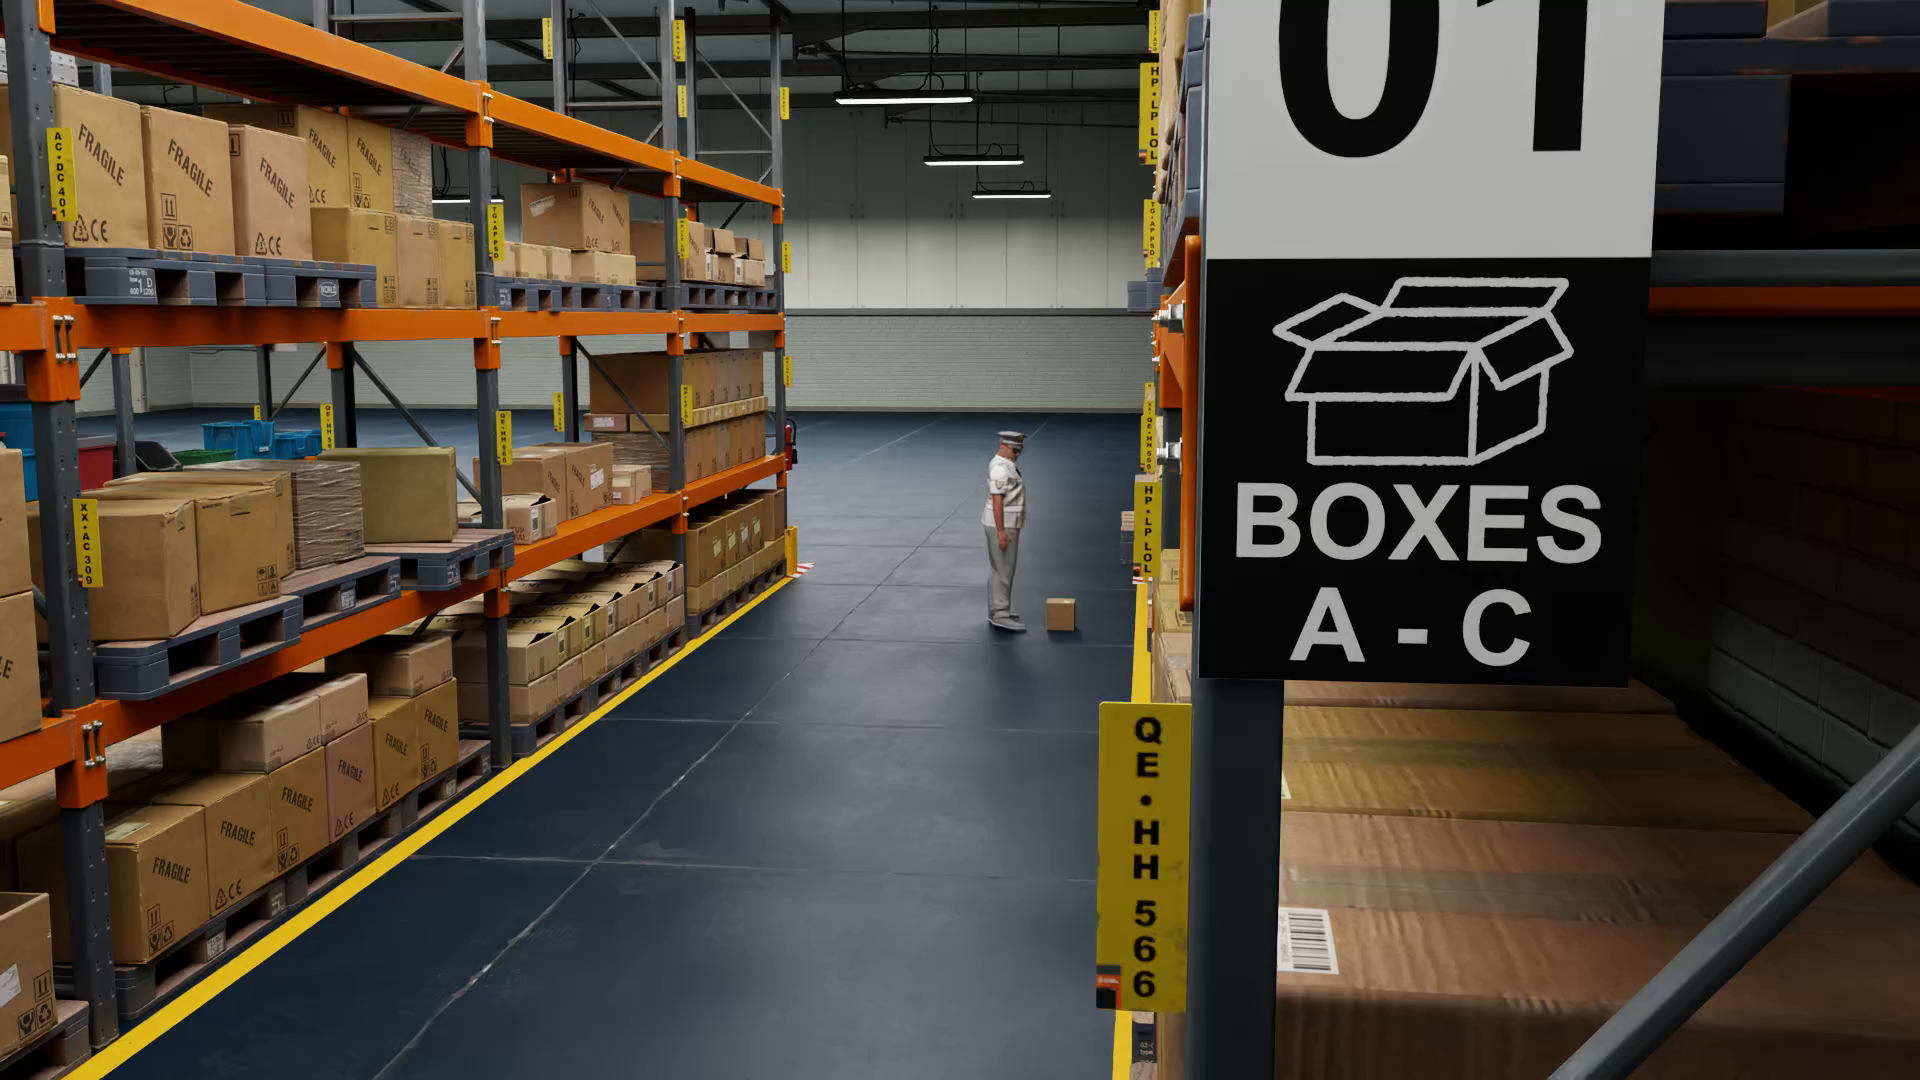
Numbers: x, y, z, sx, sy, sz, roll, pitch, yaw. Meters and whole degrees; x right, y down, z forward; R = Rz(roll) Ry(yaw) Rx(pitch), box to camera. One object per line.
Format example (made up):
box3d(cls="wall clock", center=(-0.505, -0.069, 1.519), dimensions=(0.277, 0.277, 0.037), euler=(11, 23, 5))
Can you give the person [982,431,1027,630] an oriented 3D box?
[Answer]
box3d(cls="person", center=(0.398, -0.096, 14.904), dimensions=(0.400, 1.757, 0.610), euler=(0, 8, -2))
